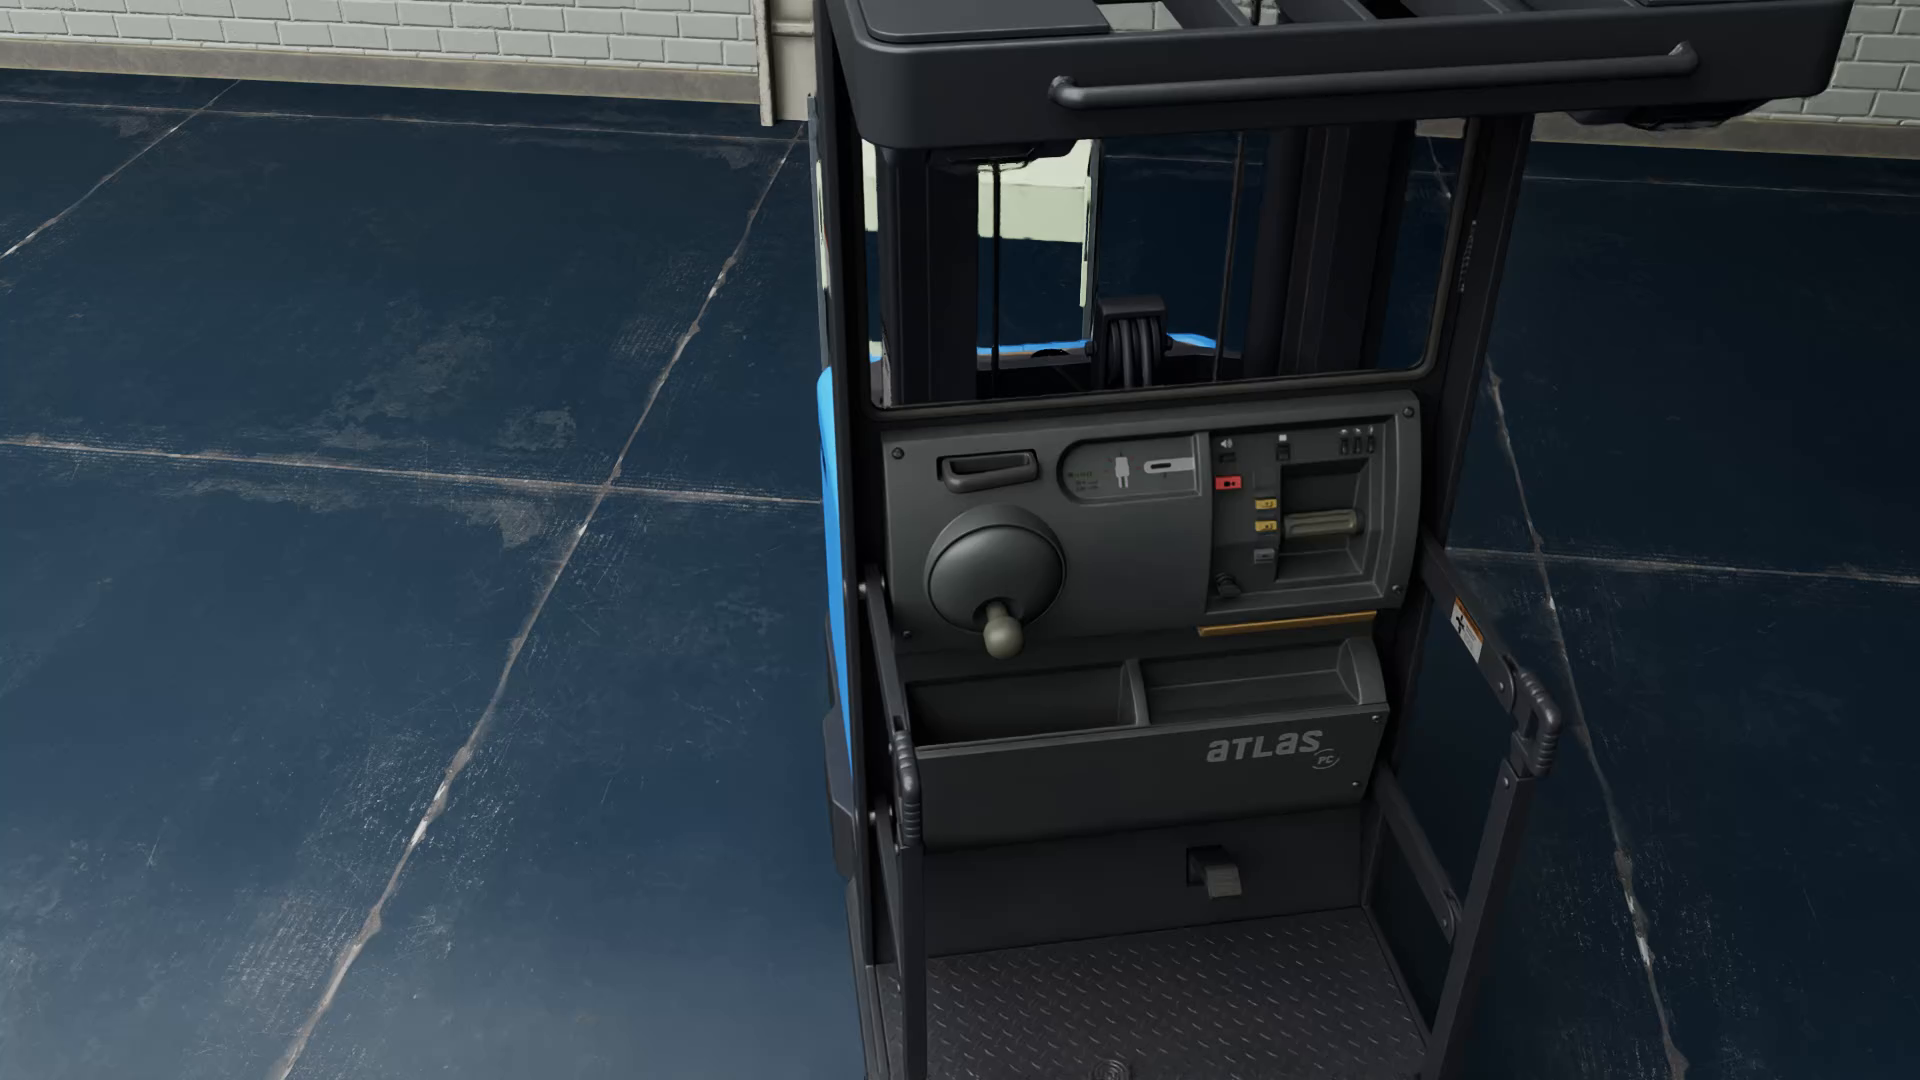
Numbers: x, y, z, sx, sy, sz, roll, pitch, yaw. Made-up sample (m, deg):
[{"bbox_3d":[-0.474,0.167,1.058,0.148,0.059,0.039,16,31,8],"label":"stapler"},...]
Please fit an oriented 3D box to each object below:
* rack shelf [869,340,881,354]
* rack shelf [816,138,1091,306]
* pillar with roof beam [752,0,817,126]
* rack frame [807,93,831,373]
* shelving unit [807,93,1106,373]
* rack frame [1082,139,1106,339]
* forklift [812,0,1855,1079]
[{"bbox_3d":[0.007,-0.345,5.003,0.720,0.370,0.431,4,36,6],"label":"rack shelf"},{"bbox_3d":[0.007,-0.928,4.587,0.720,0.370,0.431,4,36,6],"label":"rack shelf"},{"bbox_3d":[-1.297,-3.268,2.082,0.400,9.000,9.100,4,36,6],"label":"pillar with roof beam"},{"bbox_3d":[-0.356,-0.637,4.852,0.023,1.500,0.400,4,36,6],"label":"rack frame"},{"bbox_3d":[0.007,-0.610,4.814,0.755,1.500,0.431,4,36,6],"label":"shelving unit"},{"bbox_3d":[0.370,-0.583,4.776,0.023,1.500,0.400,4,36,6],"label":"rack frame"},{"bbox_3d":[0.371,0.041,2.670,1.130,2.935,3.031,-5,36,-7],"label":"forklift"}]
